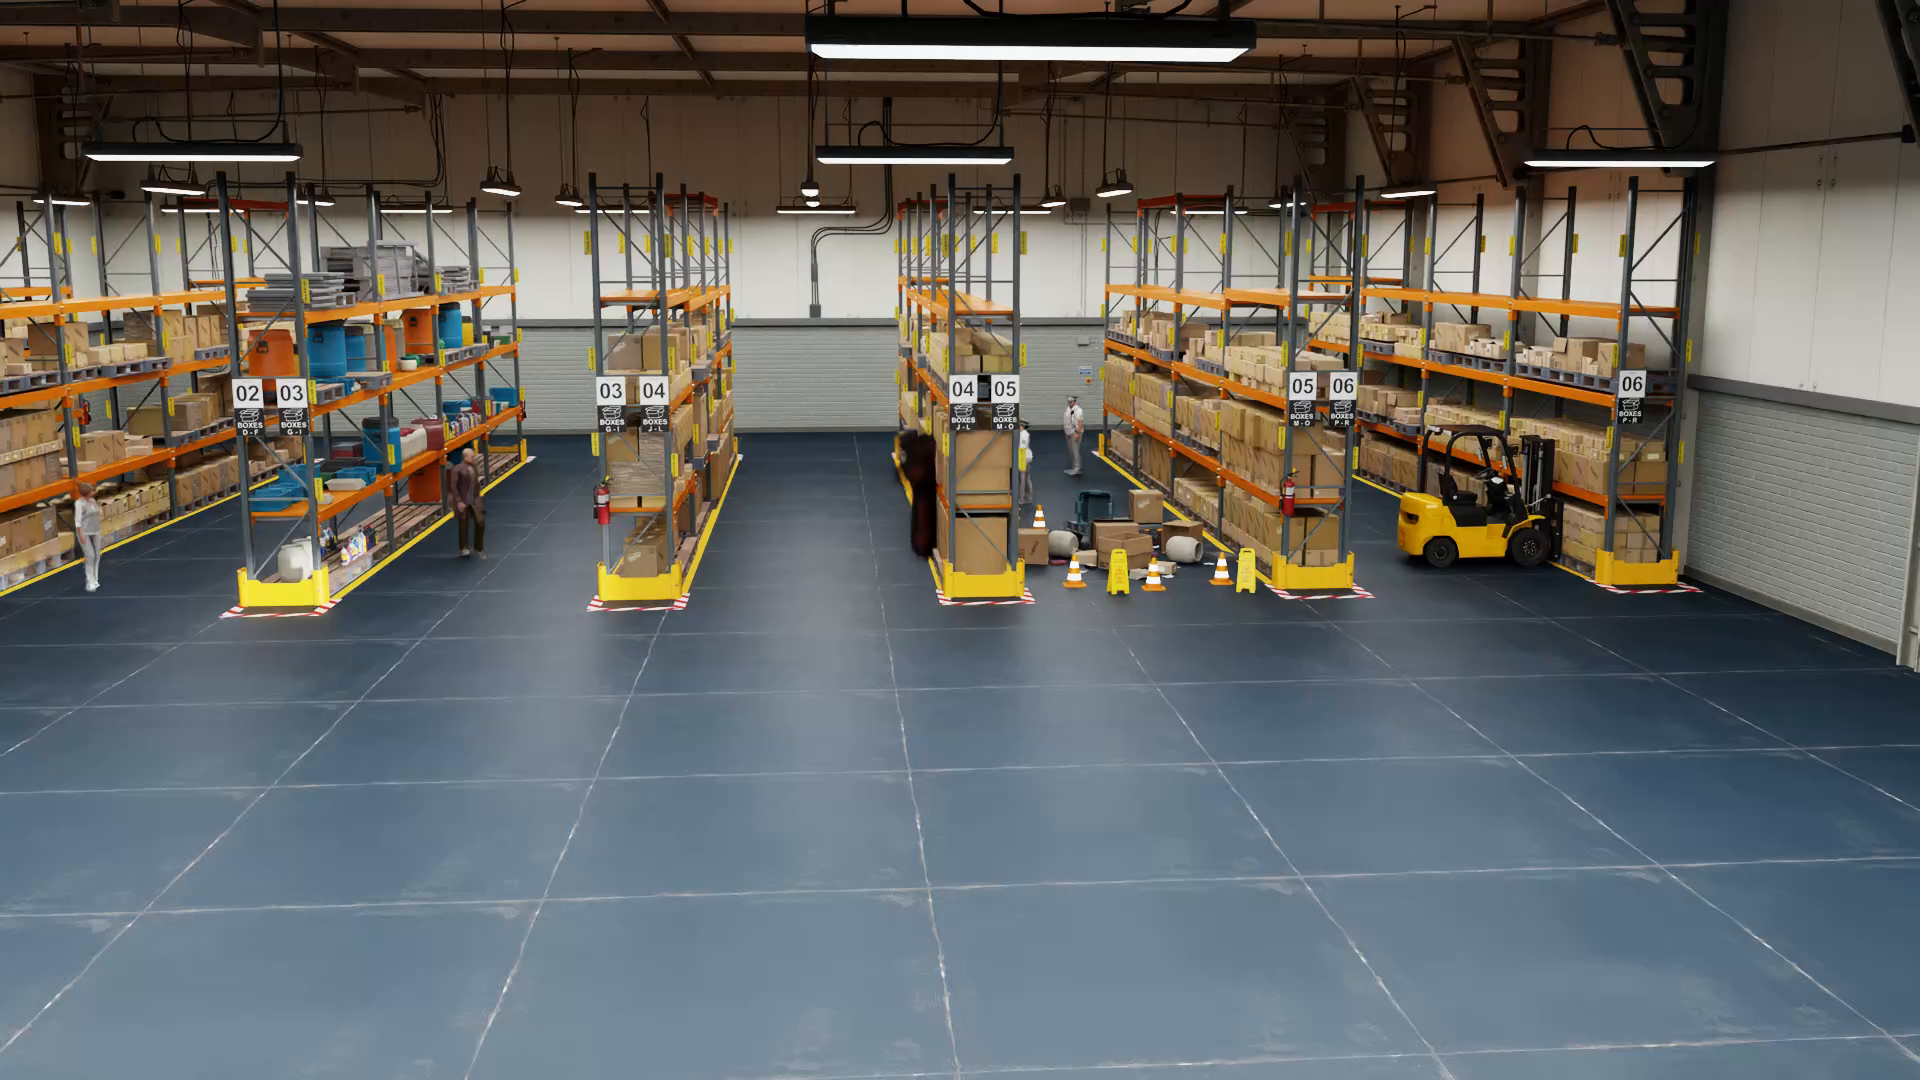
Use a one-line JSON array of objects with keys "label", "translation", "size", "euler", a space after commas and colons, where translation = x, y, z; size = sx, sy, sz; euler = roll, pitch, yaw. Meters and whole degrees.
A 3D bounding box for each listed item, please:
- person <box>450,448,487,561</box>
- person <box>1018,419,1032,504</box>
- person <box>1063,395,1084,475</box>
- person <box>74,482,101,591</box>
[{"label": "person", "translation": [-7.969, -0.574, 26.874], "size": [0.565, 1.826, 0.642], "euler": [-5, 11, -27]}, {"label": "person", "translation": [1.222, -1.542, 32.621], "size": [0.403, 1.694, 0.504], "euler": [2, 10, 10]}, {"label": "person", "translation": [2.505, -2.341, 36.865], "size": [0.404, 1.758, 0.549], "euler": [-4, 11, -22]}, {"label": "person", "translation": [-12.854, -0.051, 24.580], "size": [0.447, 1.617, 0.430], "euler": [5, 11, 26]}]
